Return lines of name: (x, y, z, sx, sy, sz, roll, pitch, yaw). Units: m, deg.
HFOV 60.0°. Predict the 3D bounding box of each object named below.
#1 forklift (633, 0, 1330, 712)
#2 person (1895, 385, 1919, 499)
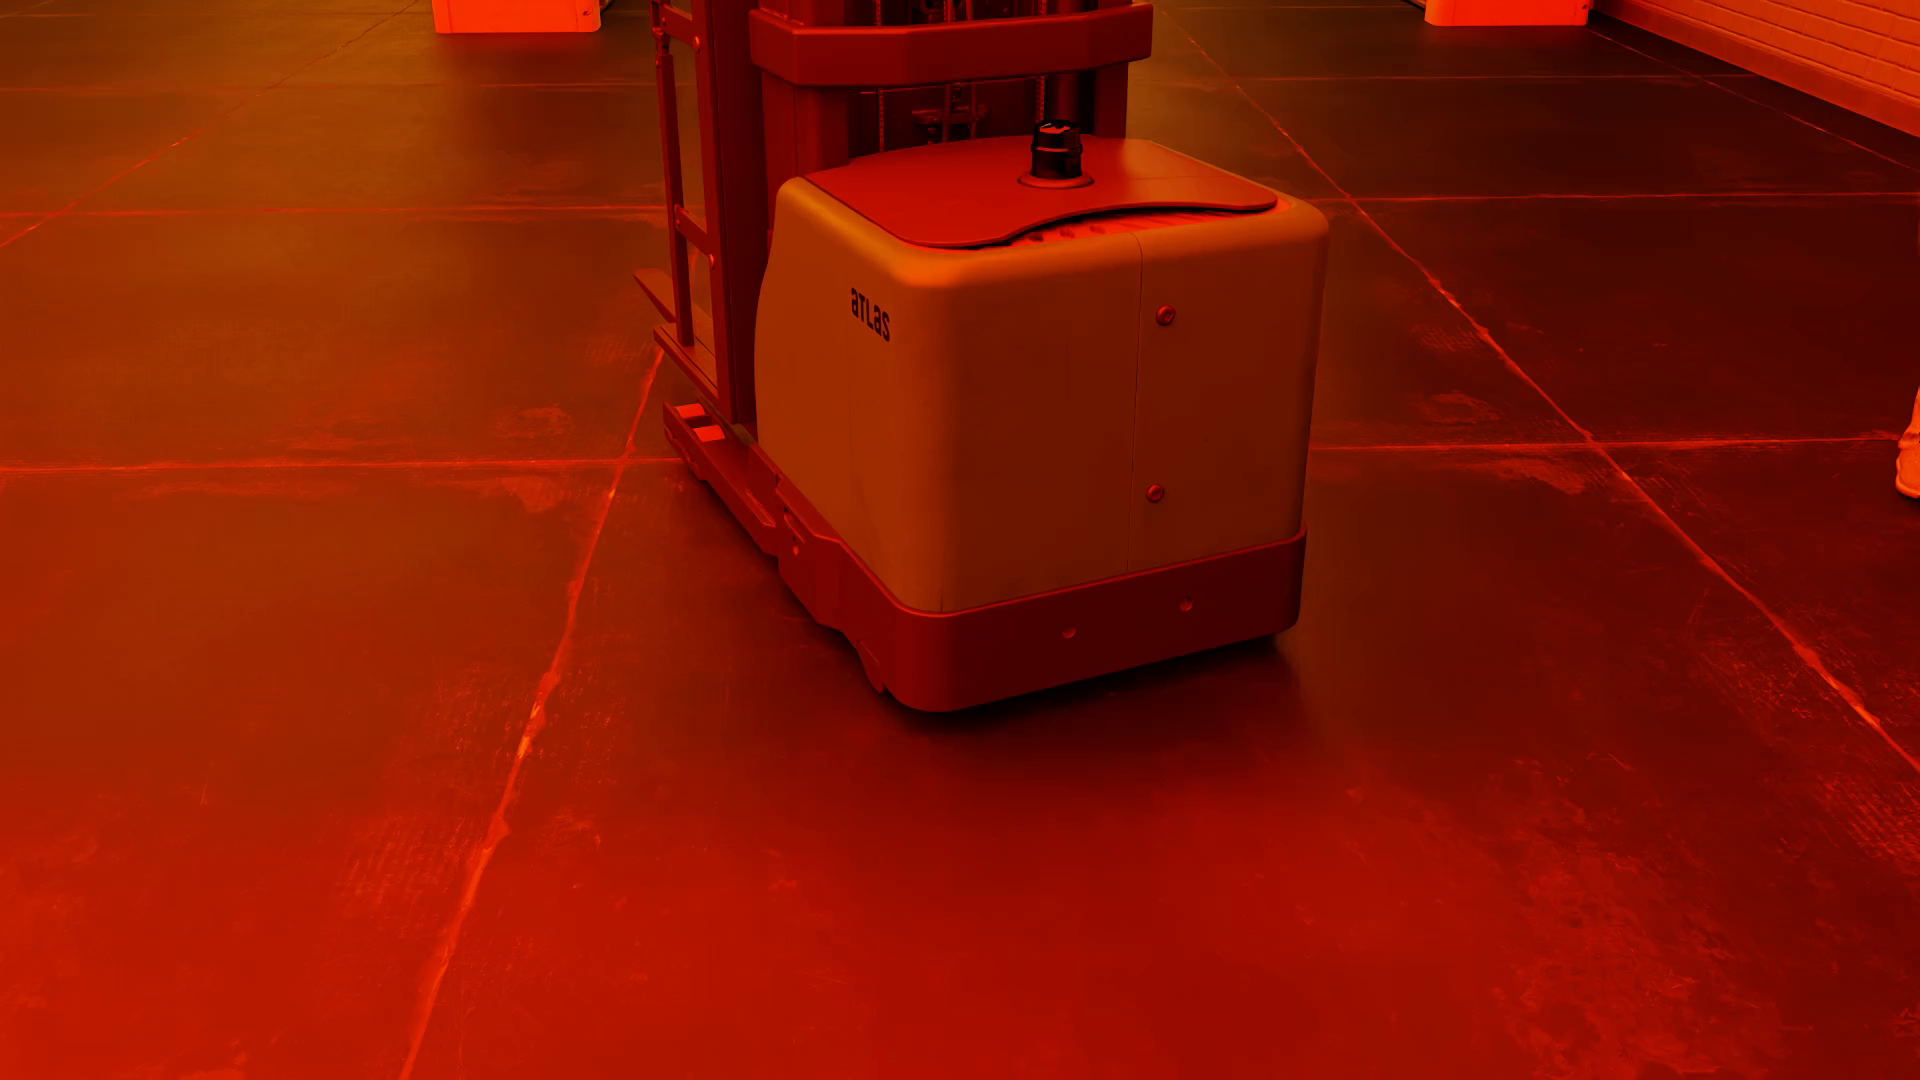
forklift: (-0.253, -1.560, 4.418, 1.130, 2.935, 3.031, -11, 28, -22)
person: (2.986, -0.948, 4.497, 0.597, 1.686, 0.484, 3, 26, 7)
